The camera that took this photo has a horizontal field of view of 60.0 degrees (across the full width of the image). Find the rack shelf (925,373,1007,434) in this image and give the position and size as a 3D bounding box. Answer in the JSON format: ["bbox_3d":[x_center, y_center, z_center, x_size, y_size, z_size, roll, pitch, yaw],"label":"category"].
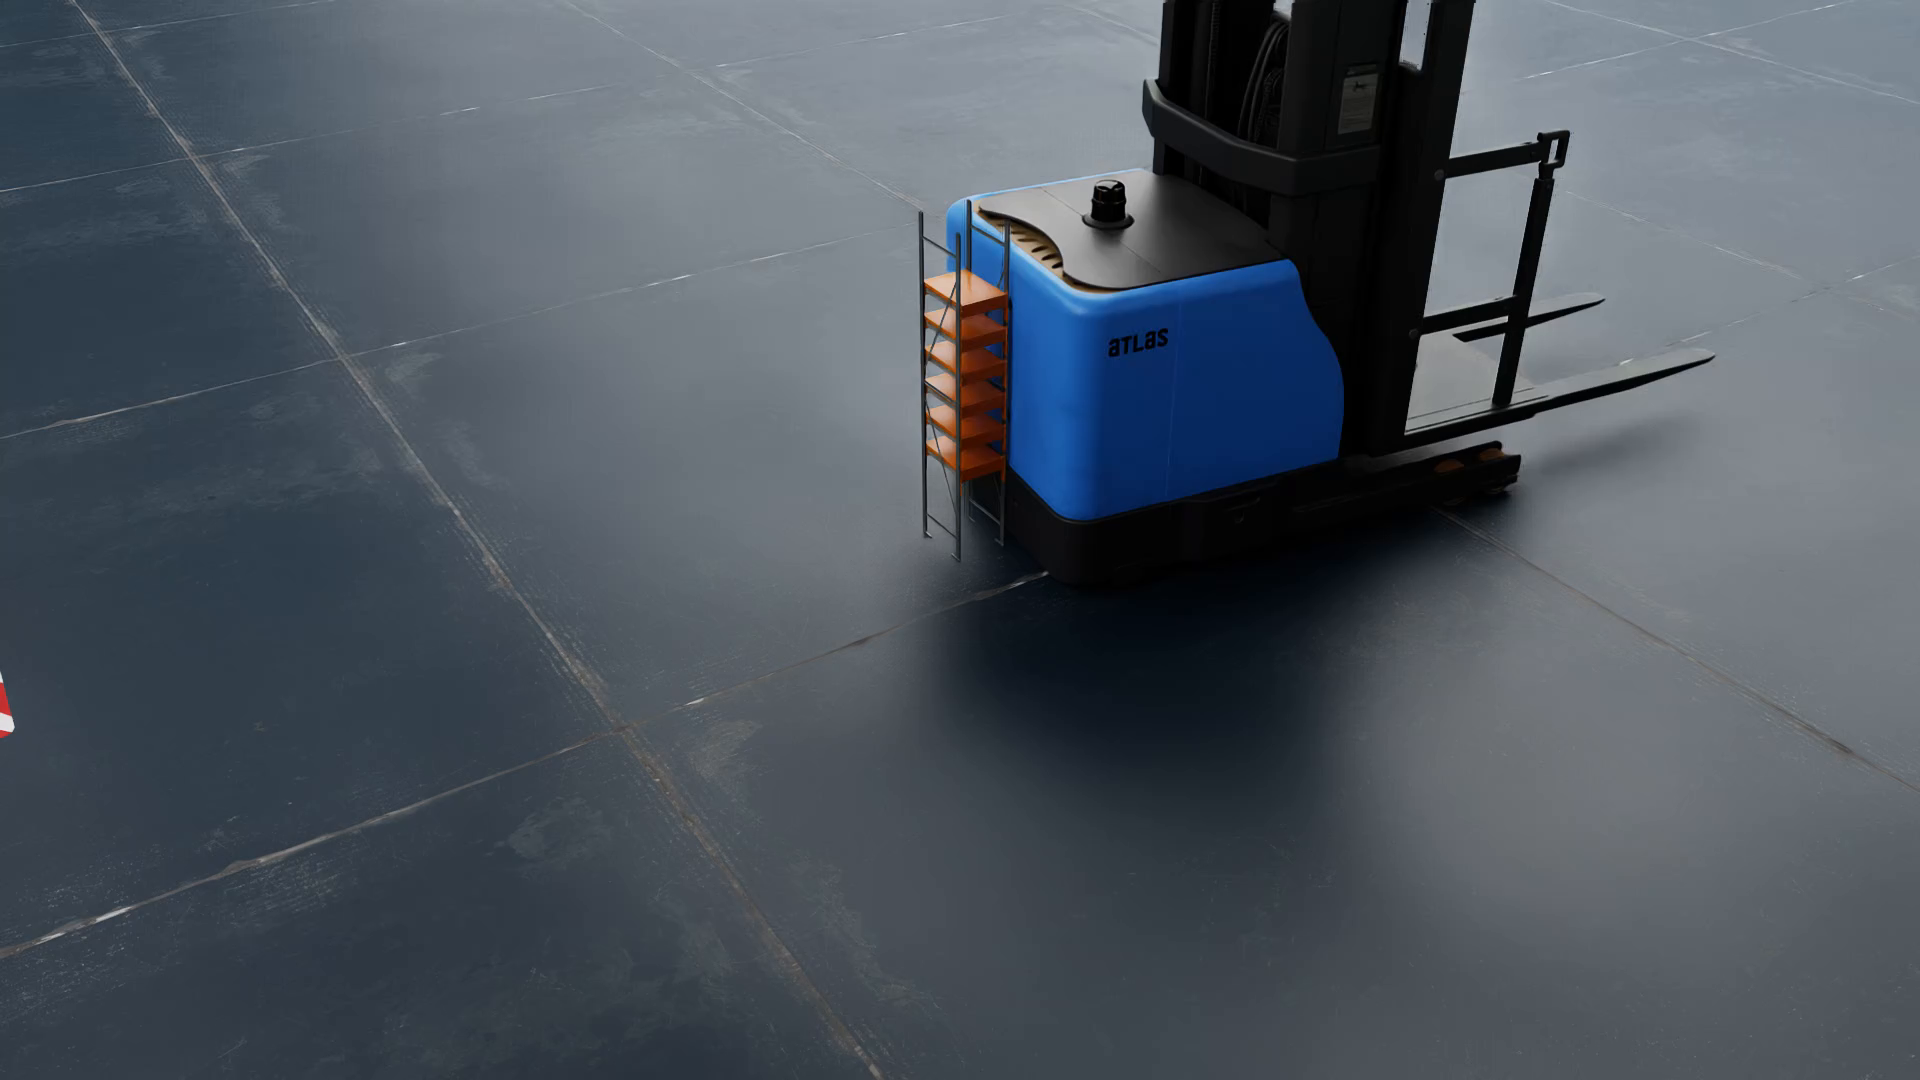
[{"bbox_3d":[0.012,-0.474,5.582,0.180,0.103,0.258,-19,37,-27],"label":"rack shelf"}]

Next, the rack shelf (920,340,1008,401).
[{"bbox_3d":[0.012,-0.576,5.518,0.180,0.103,0.258,-19,37,-27],"label":"rack shelf"}]

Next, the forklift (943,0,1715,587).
[{"bbox_3d":[1.497,-1.606,5.671,3.031,2.935,1.130,-14,35,-21],"label":"forklift"}]

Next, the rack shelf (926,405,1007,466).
[{"bbox_3d":[0.012,-0.373,5.646,0.180,0.103,0.258,-19,37,-27],"label":"rack shelf"}]

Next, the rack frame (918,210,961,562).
[{"bbox_3d":[-0.065,-0.485,5.516,0.006,1.200,0.240,-19,37,-27],"label":"rack frame"}]

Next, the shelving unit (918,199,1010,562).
[{"bbox_3d":[0.012,-0.512,5.558,0.189,1.200,0.258,-19,37,-27],"label":"shelving unit"}]

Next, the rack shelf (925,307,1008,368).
[{"bbox_3d":[0.012,-0.677,5.454,0.180,0.103,0.258,-19,37,-27],"label":"rack shelf"}]

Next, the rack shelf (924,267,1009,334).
[{"bbox_3d":[0.012,-0.779,5.390,0.180,0.103,0.258,-19,37,-27],"label":"rack shelf"}]

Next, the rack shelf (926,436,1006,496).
[{"bbox_3d":[0.012,-0.271,5.710,0.180,0.103,0.258,-19,37,-27],"label":"rack shelf"}]

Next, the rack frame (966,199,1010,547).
[{"bbox_3d":[0.089,-0.538,5.600,0.006,1.200,0.240,-19,37,-27],"label":"rack frame"}]
